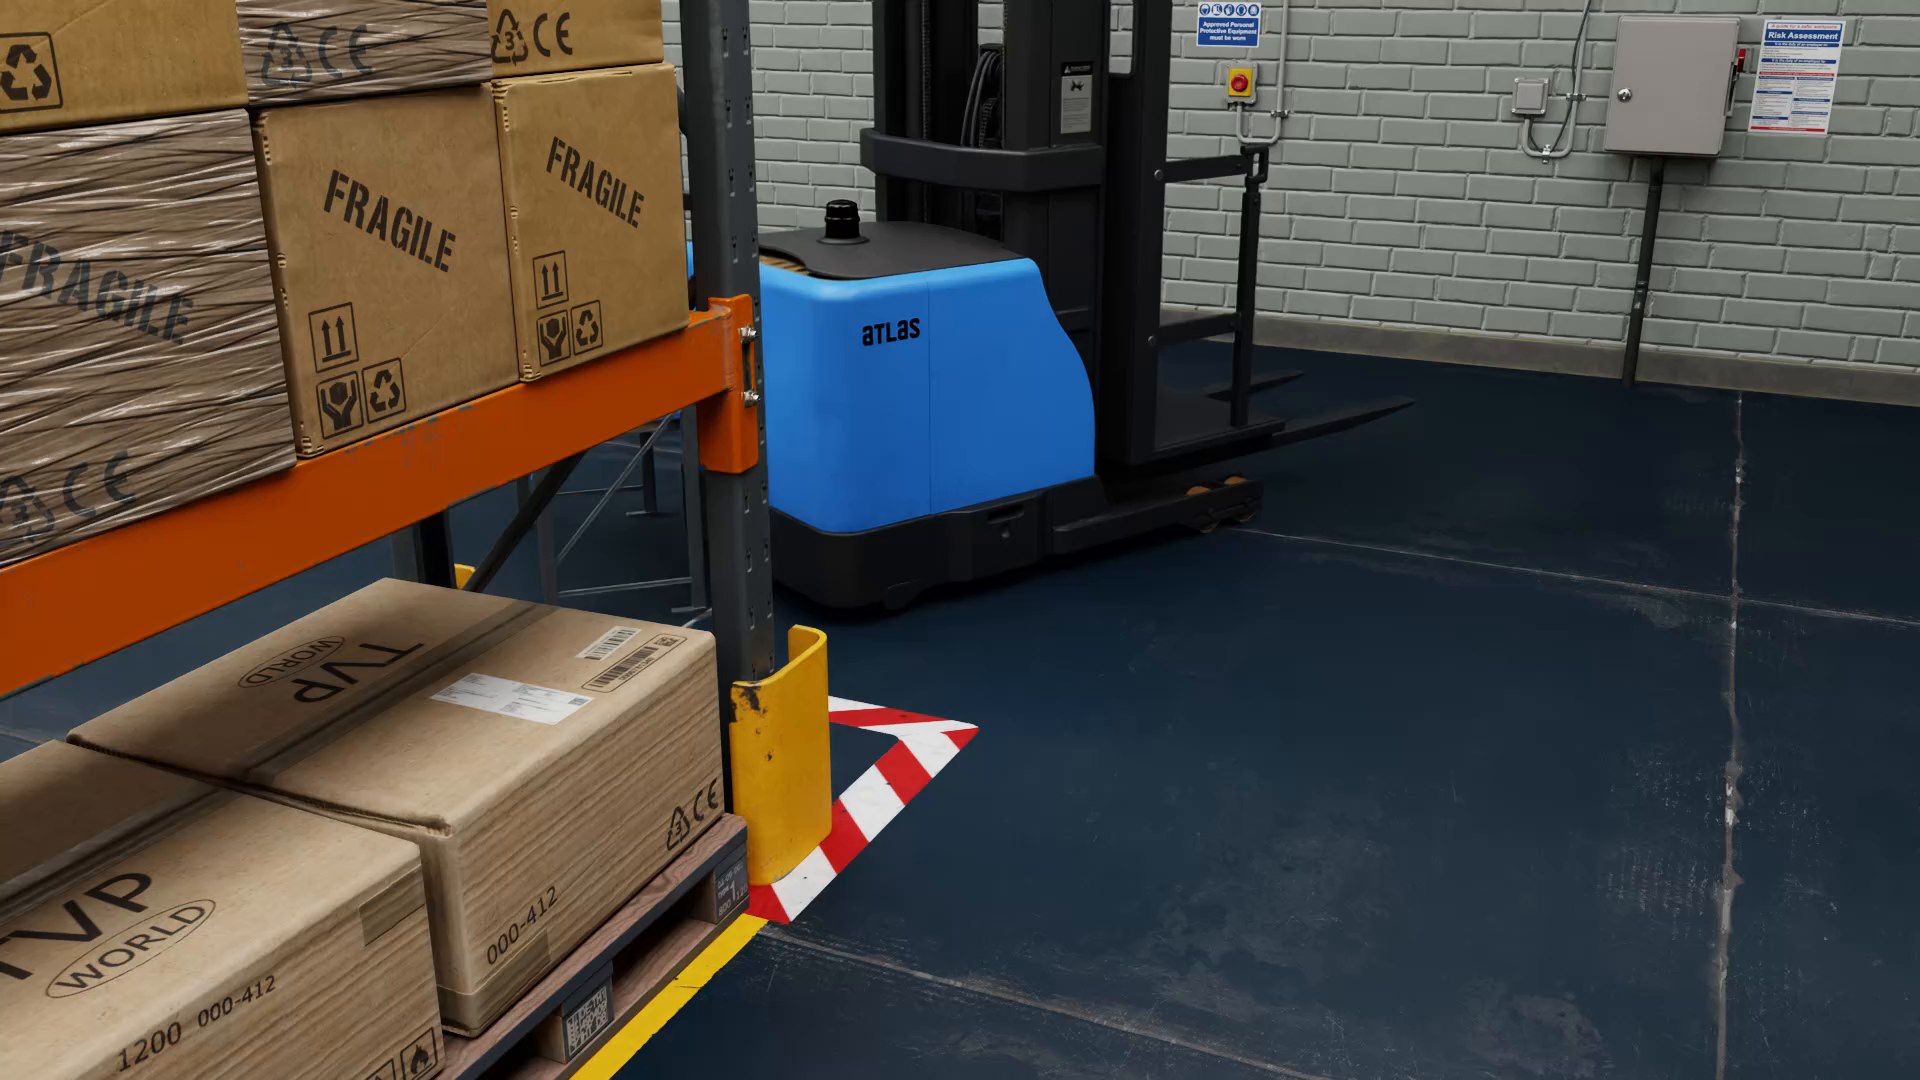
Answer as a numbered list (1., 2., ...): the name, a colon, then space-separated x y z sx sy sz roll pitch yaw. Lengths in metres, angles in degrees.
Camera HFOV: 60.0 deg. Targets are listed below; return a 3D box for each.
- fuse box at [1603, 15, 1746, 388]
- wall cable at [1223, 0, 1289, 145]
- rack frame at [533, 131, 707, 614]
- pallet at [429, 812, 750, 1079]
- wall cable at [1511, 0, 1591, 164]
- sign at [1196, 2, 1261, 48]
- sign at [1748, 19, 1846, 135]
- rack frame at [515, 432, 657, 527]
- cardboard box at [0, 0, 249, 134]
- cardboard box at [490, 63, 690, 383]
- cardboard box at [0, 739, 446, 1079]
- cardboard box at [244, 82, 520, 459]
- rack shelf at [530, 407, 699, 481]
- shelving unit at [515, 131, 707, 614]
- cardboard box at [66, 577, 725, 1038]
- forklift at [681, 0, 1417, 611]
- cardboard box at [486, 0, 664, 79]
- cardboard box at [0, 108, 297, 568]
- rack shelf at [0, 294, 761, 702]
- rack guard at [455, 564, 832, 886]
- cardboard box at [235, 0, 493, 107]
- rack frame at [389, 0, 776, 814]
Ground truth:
1. fuse box: 3.244 -1.535 7.730 0.539 1.711 0.414 9 21 23
2. wall cable: 1.387 -2.968 8.275 0.585 1.953 0.123 9 21 23
3. rack frame: -1.055 -0.460 5.023 0.500 1.500 0.032 -6 21 -17
4. pallet: -1.157 0.821 3.344 1.003 0.211 1.213 9 21 23
5. wall cable: 2.686 -2.762 7.743 0.588 1.984 0.122 9 21 23
6. sign: 1.368 -2.627 8.476 0.327 0.218 0.001 9 21 23
7. sign: 3.779 -2.092 7.518 0.329 0.494 0.001 9 21 23
8. rack frame: -1.379 -0.783 5.931 0.500 1.500 0.032 -6 21 -17
9. cardboard box: -1.274 -0.771 2.019 0.500 0.500 0.500 8 21 22
10. cardboard box: -0.857 -0.611 3.061 0.500 0.500 0.500 9 21 23
11. cardboard box: -1.447 0.758 2.558 0.875 0.438 0.875 9 22 24
12. cardboard box: -1.076 -0.460 2.635 0.500 0.500 0.500 8 21 22
13. rack shelf: -1.217 -0.452 5.537 0.538 0.185 1.000 -6 21 -17
14. shelving unit: -1.217 -0.621 5.477 0.538 1.500 1.048 -6 21 -17
15. cardboard box: -1.080 0.477 3.348 0.875 0.438 0.875 8 21 21
16. forklift: 0.506 -1.535 5.912 3.031 2.935 1.130 -14 24 -35
17. cardboard box: -0.881 -1.086 2.904 0.500 0.500 0.500 9 22 24
18. cardboard box: -1.278 -0.301 2.189 0.500 0.500 0.500 9 22 24
19. rack shelf: -1.720 0.203 1.996 1.077 0.370 4.000 9 21 23
20. rack guard: -0.891 0.423 4.034 1.175 0.500 0.348 9 21 23
21. cardboard box: -1.068 -0.922 2.443 0.500 0.500 0.500 9 21 23
22. rack frame: -0.901 -0.748 3.594 1.000 3.000 0.127 9 21 23
